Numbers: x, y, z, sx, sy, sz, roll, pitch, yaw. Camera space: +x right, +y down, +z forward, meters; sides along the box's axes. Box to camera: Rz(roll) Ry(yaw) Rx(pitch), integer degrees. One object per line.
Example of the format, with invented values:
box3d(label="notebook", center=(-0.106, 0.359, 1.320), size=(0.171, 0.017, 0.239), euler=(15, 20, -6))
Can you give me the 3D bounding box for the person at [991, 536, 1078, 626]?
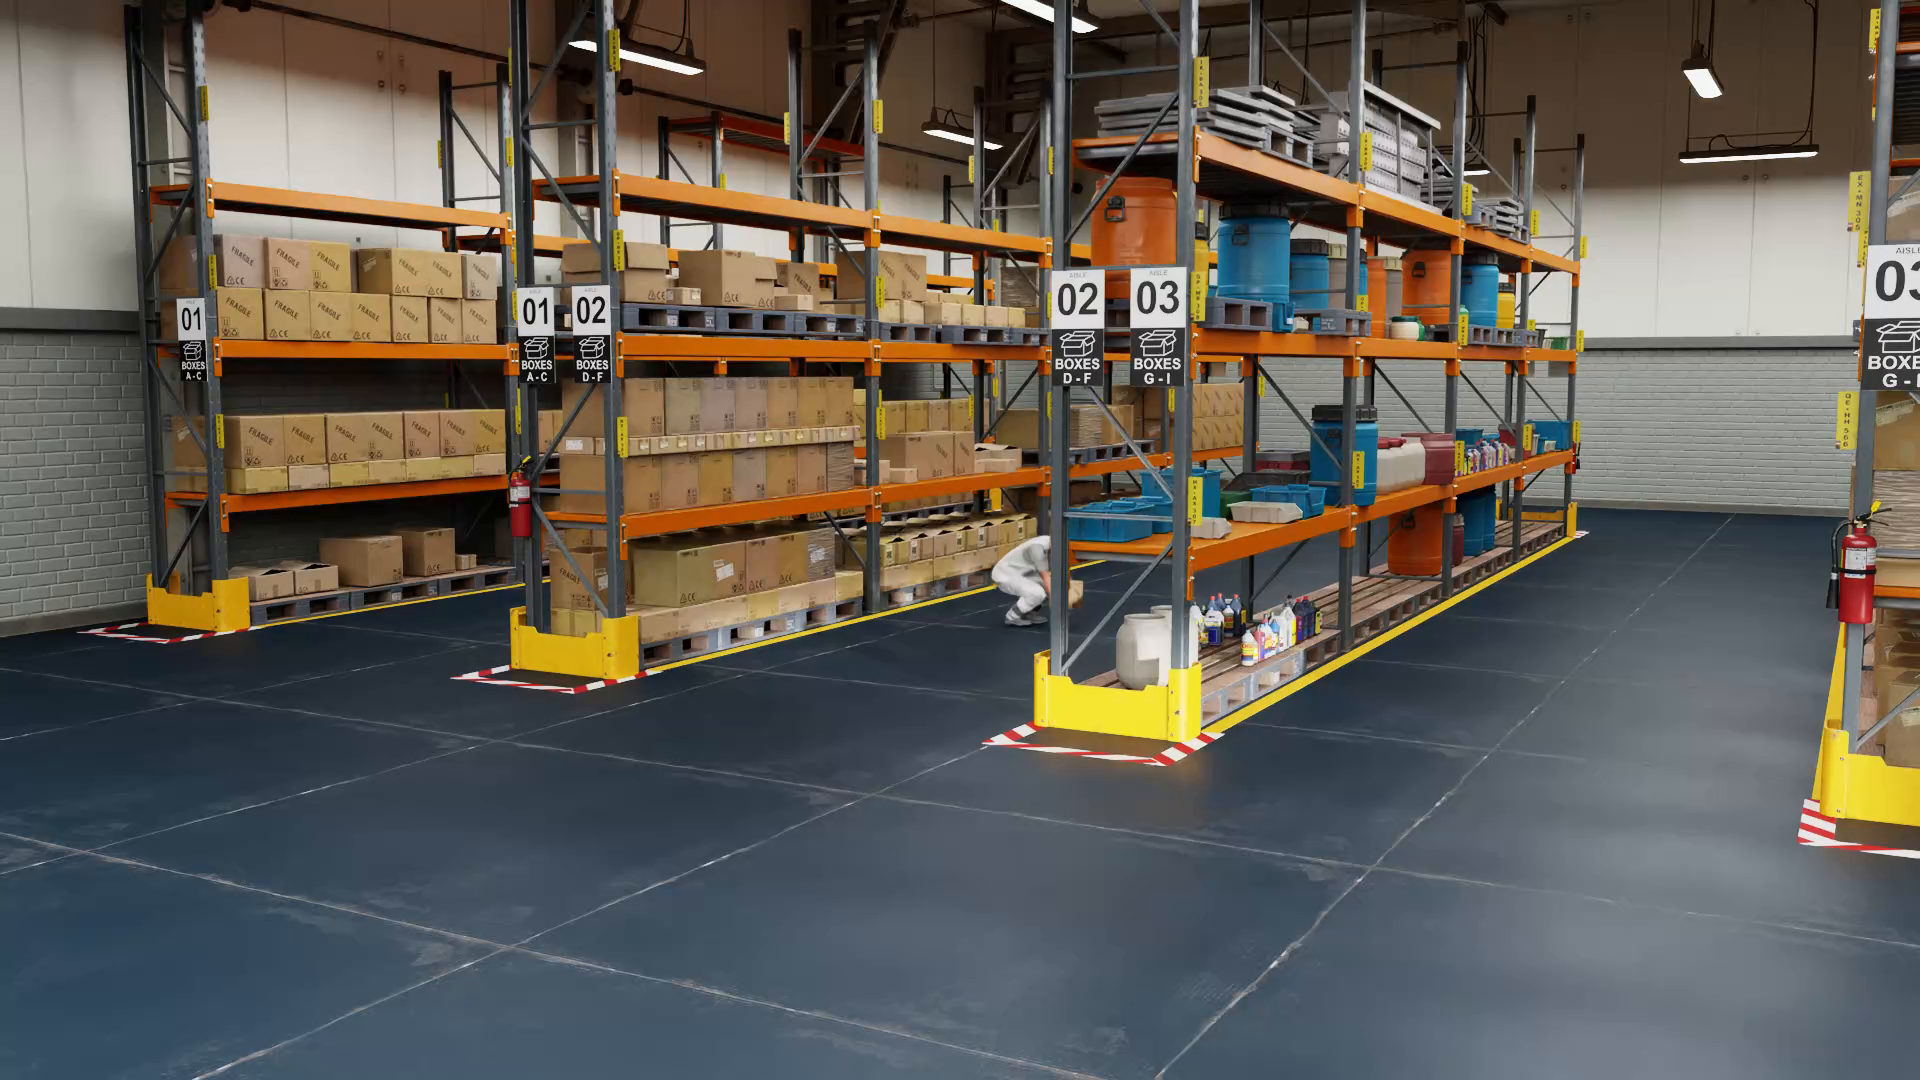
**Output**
box3d(label="person", center=(0.760, 0.348, 16.470), size=(0.882, 1.002, 0.547), euler=(3, 7, 27))
